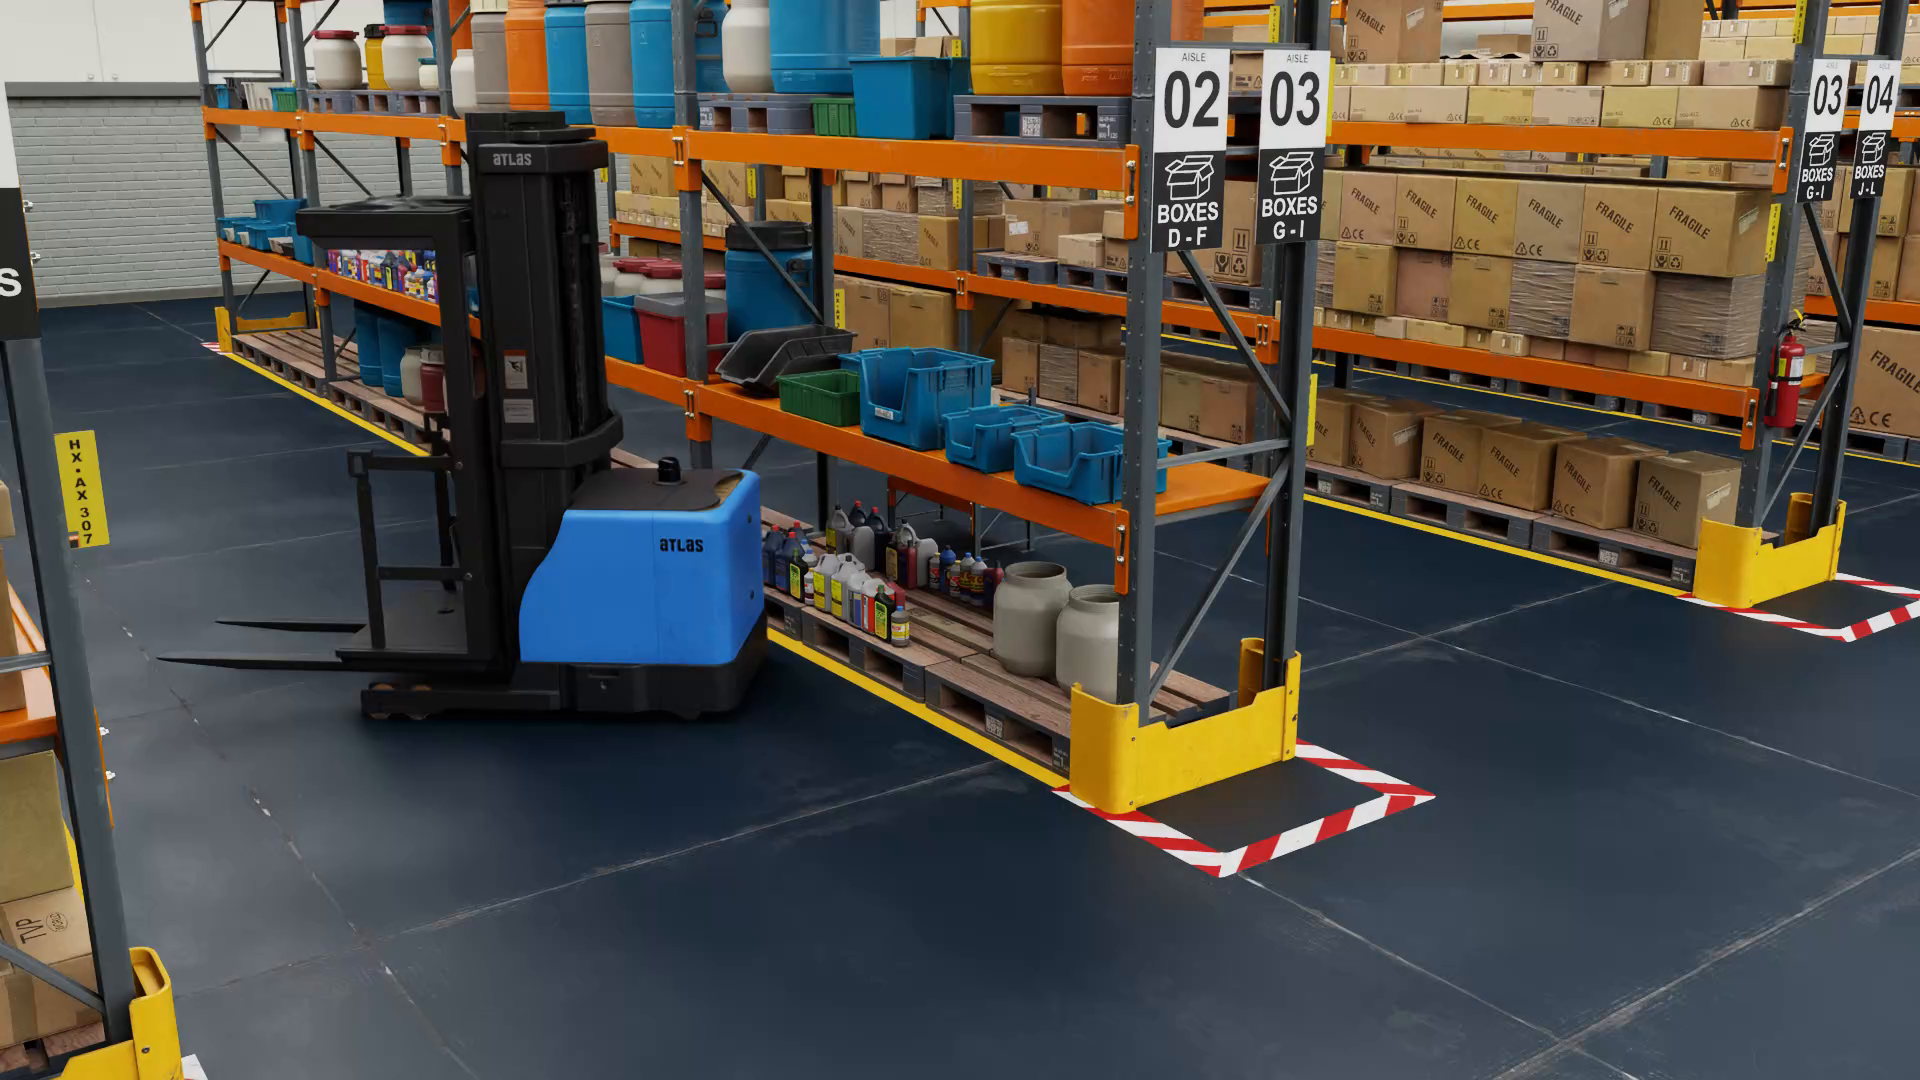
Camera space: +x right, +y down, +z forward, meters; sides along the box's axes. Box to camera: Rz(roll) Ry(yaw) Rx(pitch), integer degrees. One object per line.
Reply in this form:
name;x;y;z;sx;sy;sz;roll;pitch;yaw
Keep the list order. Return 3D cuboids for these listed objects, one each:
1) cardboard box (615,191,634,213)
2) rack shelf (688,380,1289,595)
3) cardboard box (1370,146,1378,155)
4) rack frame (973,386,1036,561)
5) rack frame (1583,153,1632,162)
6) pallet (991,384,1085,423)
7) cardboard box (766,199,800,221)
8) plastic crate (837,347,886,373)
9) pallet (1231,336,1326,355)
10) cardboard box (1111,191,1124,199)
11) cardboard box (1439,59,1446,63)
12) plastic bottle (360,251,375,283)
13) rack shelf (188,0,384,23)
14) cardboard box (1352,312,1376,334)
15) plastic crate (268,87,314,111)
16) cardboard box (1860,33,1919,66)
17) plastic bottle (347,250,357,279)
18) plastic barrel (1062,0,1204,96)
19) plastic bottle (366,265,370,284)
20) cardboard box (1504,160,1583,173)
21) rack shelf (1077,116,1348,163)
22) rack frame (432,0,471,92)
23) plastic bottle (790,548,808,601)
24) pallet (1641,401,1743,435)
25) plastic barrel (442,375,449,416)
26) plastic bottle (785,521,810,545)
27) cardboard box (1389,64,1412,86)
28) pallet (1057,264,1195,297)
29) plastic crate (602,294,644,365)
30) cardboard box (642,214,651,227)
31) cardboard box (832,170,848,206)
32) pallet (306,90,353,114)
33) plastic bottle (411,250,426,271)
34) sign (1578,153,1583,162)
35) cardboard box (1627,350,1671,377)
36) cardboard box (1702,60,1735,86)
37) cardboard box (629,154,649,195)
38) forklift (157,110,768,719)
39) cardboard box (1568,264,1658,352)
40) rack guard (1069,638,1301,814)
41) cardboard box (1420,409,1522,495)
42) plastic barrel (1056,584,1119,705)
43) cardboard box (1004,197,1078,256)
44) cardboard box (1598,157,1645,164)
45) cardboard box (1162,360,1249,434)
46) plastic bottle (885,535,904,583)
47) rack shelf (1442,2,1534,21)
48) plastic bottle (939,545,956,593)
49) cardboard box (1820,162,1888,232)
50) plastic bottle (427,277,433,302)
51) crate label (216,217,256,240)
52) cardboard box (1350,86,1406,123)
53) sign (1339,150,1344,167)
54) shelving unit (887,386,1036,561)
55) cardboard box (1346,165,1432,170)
cardboard box;-4.217;-4.479;21.978;0.500;0.250;0.500;-11;19;-36
rack shelf;-0.055;-0.447;8.889;1.077;0.370;4.000;-11;19;-35
cardboard box;6.114;-5.628;24.373;0.500;0.500;0.500;-11;19;-34
rack frame;0.295;-0.435;11.036;0.500;1.125;0.032;-11;19;-35
rack frame;8.439;-4.382;21.904;1.000;3.000;0.127;-11;19;-35
pallet;0.882;-1.332;16.041;1.003;0.211;1.213;-11;19;-35
cardboard box;-1.860;-3.609;18.891;0.500;0.500;0.500;-11;19;-34
plastic crate;-0.361;-0.955;9.664;0.499;0.251;0.616;-11;19;-35
pallet;4.036;-2.414;19.997;1.003;0.211;1.213;-11;19;-35
cardboard box;2.156;-4.460;21.308;0.380;0.149;0.250;-11;19;-36
cardboard box;5.037;-4.922;17.493;0.500;0.250;0.500;-10;18;-33
plastic bottle;-5.427;-2.514;15.313;0.152;0.276;0.135;-11;19;-35
rack shelf;-7.111;-5.710;17.512;1.077;0.370;4.000;-11;19;-35
cardboard box;3.119;-1.619;12.287;0.380;0.149;0.250;-11;19;-35
plastic crate;-6.728;-4.440;16.751;0.416;0.233;0.300;-11;19;-35
cardboard box;7.801;-4.036;13.692;0.500;0.250;0.500;-11;19;-34
plastic bottle;-5.710;-2.602;15.644;0.097;0.271;0.097;0;15;0
plastic barrel;0.732;-2.307;7.032;0.600;0.830;0.708;-11;19;-35
plastic bottle;-5.380;-2.449;15.216;0.097;0.201;0.097;0;15;0
cardboard box;5.949;-3.591;16.931;0.700;0.500;0.500;-11;19;-34
rack shelf;1.599;-3.516;14.422;1.077;0.370;4.000;-11;19;-35
rack frame;-3.583;-4.968;12.683;1.000;3.000;0.127;-11;19;-35
plastic bottle;-0.918;0.196;9.490;0.061;0.283;0.133;-10;18;-32
pallet;7.230;-1.218;15.628;1.003;0.211;1.213;-11;19;-35
plastic barrel;-4.289;-1.286;14.510;0.421;0.512;0.421;0;15;0
plastic bottle;-0.976;0.059;9.863;0.144;0.351;0.185;-11;19;-35
cardboard box;3.250;-3.286;11.746;0.380;0.149;0.250;-10;18;-33
pallet;1.620;-2.335;14.788;1.003;0.211;1.213;-11;19;-35
plastic crate;-2.131;-1.400;11.041;0.392;0.384;0.575;-11;19;-35
cardboard box;-3.882;-4.139;21.493;0.380;0.149;0.250;-11;19;-35
cardboard box;-1.152;-3.946;18.223;0.797;0.503;0.637;-11;19;-34
pallet;-5.395;-4.133;15.668;1.213;0.211;1.003;-11;19;-35
plastic bottle;-5.138;-2.698;15.845;0.144;0.351;0.185;-11;19;-35
sign;7.992;-4.853;21.434;0.100;0.325;0.005;-11;19;-35
cardboard box;4.457;-1.142;10.542;0.380;0.149;0.250;-11;19;-35
cardboard box;4.653;-2.787;9.923;0.380;0.149;0.250;-12;19;-36
cardboard box;-3.923;-4.734;21.489;0.500;0.500;0.500;-11;19;-36
forklift;-2.589;-0.657;8.425;3.031;2.935;1.130;1;15;3
cardboard box;4.435;-1.537;10.757;0.875;0.500;0.500;-11;19;-35
rack guard;1.038;0.830;7.596;1.175;0.500;0.348;-11;19;-35
cardboard box;3.750;-0.653;12.221;0.500;0.500;0.500;-13;20;-39
plastic barrel;0.672;0.502;7.977;0.421;0.512;0.421;0;15;0
cardboard box;0.773;-2.985;15.817;0.500;0.500;0.500;-14;21;-41
cardboard box;8.517;-4.644;21.314;0.500;0.500;0.500;-12;19;-36
cardboard box;2.166;-1.235;14.309;0.700;0.500;0.500;-11;19;-35
plastic bottle;-0.384;0.101;9.836;0.061;0.283;0.133;-11;19;-35
rack shelf;7.263;-7.163;22.820;1.077;0.370;4.000;-11;19;-35
plastic bottle;-0.073;0.164;9.630;0.097;0.271;0.097;0;15;0
cardboard box;7.660;-3.011;14.565;0.875;0.550;0.550;-11;19;-35
plastic bottle;-4.412;-2.097;13.931;0.097;0.201;0.097;0;15;0
crate label;-8.408;-3.628;19.351;0.416;0.233;0.303;-11;19;-35
cardboard box;3.148;-3.116;11.881;0.500;0.250;0.500;-11;19;-35
sign;5.639;-5.605;24.584;0.100;0.325;0.005;-11;19;-35
shelving unit;-0.004;-0.544;11.433;0.538;1.125;1.048;-11;19;-35
cardboard box;3.262;-2.610;12.784;0.500;0.500;0.500;-11;19;-35
